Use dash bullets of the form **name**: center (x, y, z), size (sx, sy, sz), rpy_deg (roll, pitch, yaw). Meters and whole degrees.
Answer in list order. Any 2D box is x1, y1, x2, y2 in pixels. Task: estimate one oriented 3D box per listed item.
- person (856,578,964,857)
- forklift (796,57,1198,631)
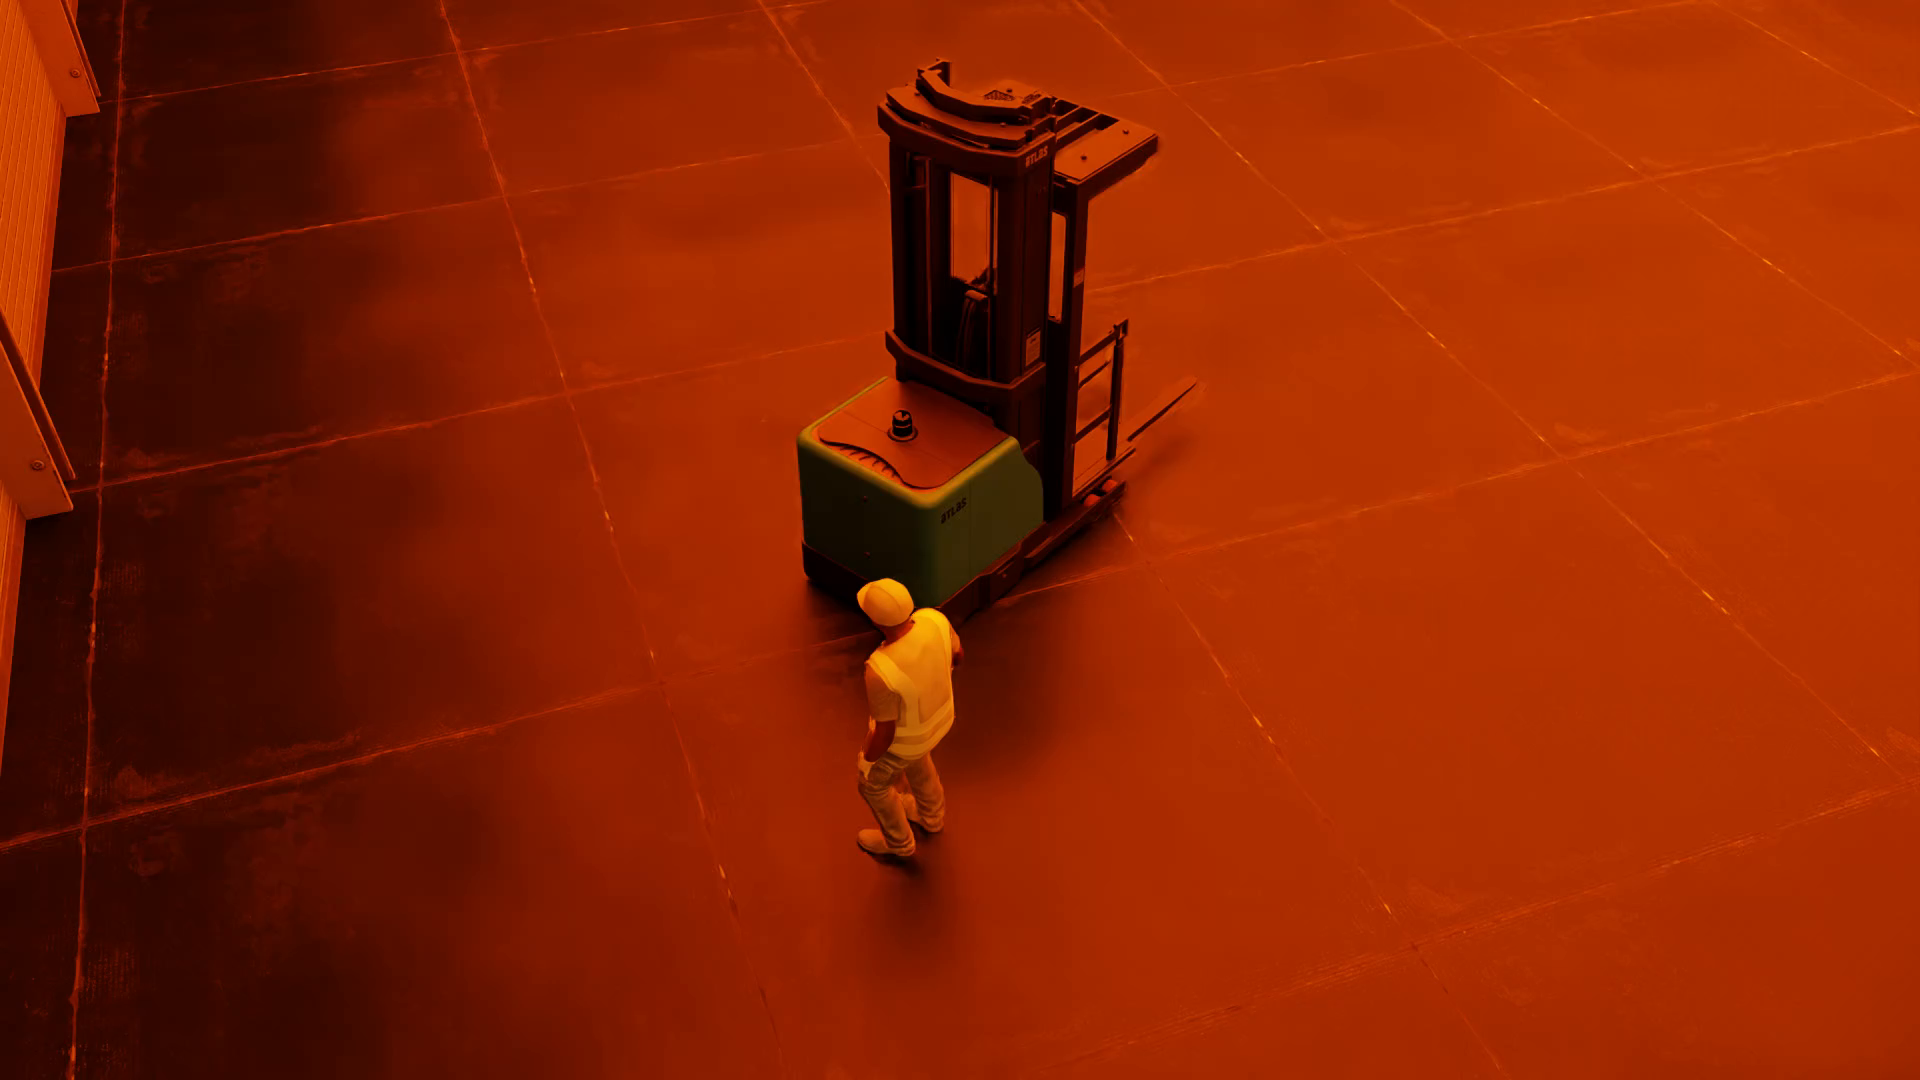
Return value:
- **person**: center (-0.252, 0.850, 7.916), size (0.415, 1.753, 0.731), rpy_deg (27, 47, 29)
- **forklift**: center (0.387, -1.426, 9.695), size (1.130, 2.935, 3.031), rpy_deg (28, 47, 29)
